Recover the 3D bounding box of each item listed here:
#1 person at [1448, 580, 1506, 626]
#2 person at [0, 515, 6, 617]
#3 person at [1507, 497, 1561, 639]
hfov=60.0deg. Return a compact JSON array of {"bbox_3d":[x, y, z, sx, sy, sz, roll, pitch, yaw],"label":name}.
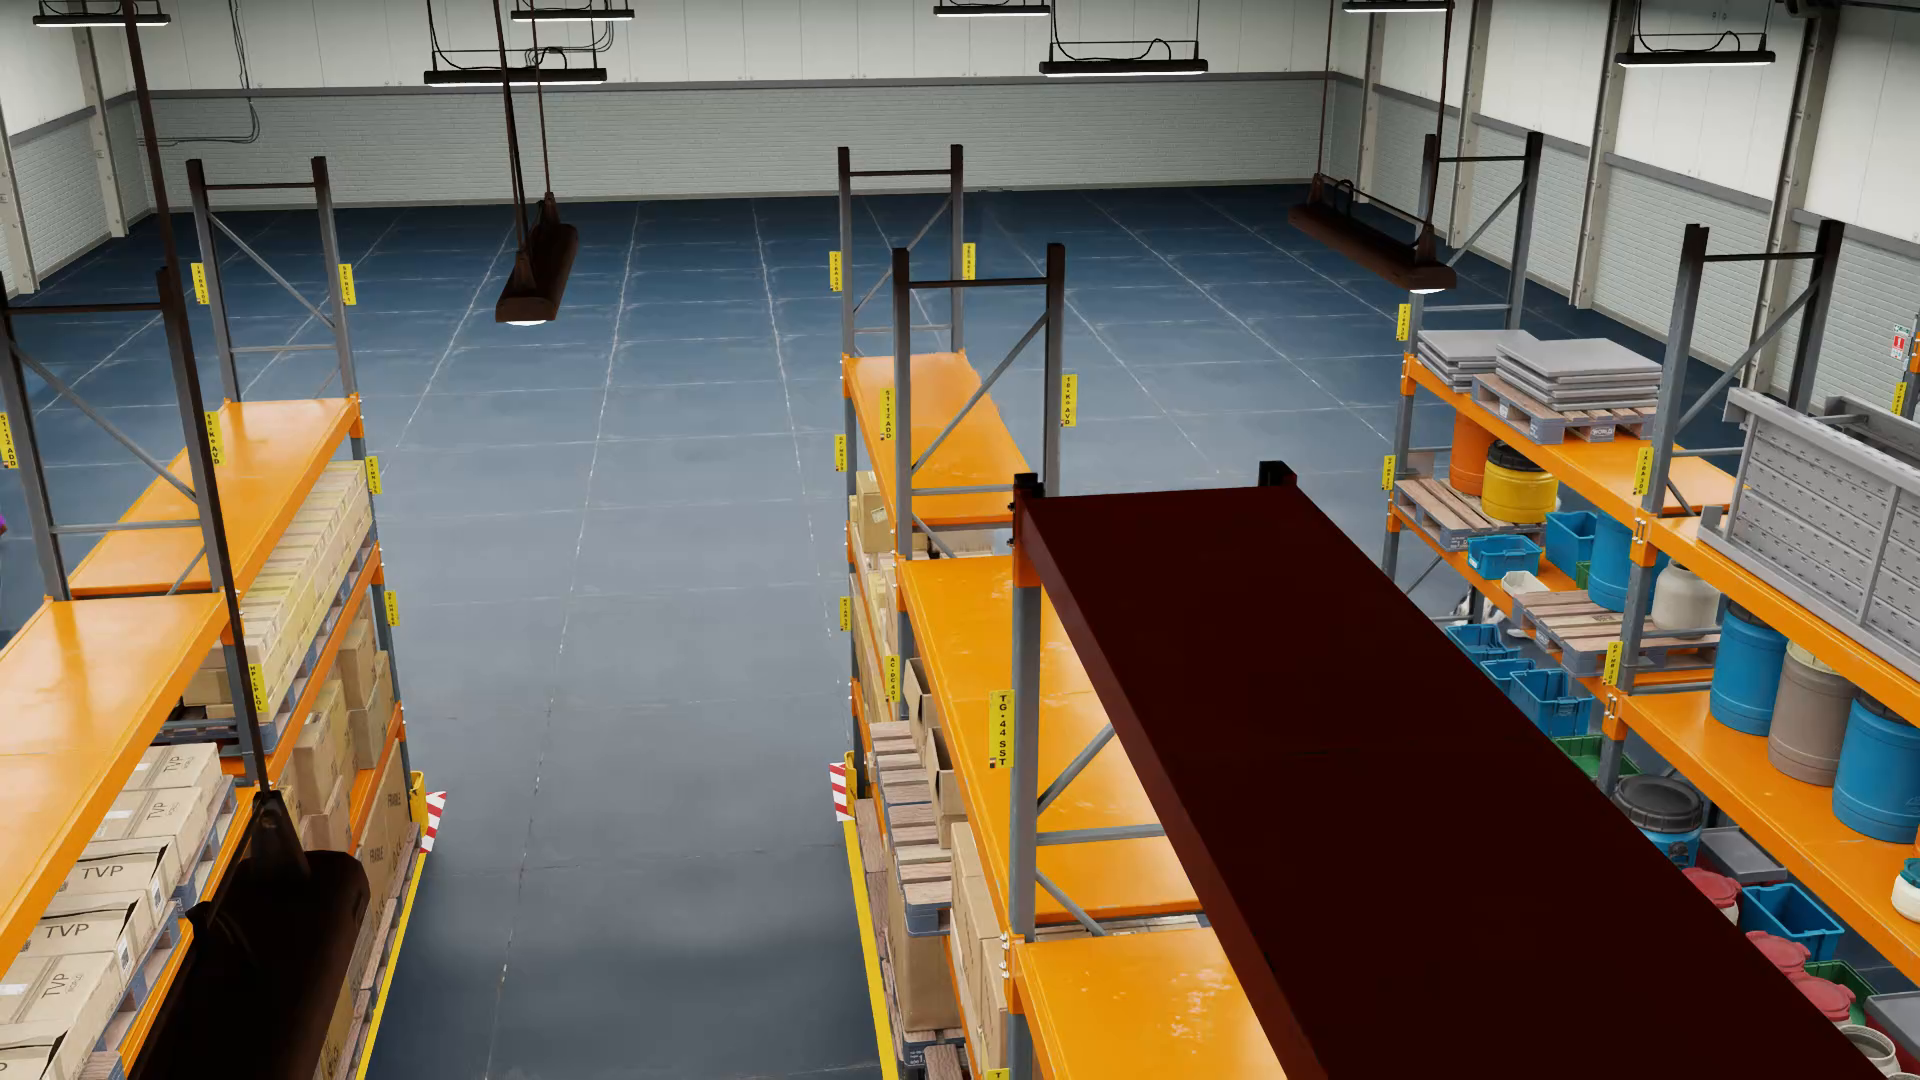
[{"bbox_3d":[5.215,1.045,16.777,0.672,1.729,0.589,15,26,34],"label":"person"},{"bbox_3d":[-11.282,0.113,19.027,0.707,1.724,0.495,-16,26,-34],"label":"person"},{"bbox_3d":[6.434,0.303,18.522,0.620,1.733,0.678,6,22,16],"label":"person"}]
